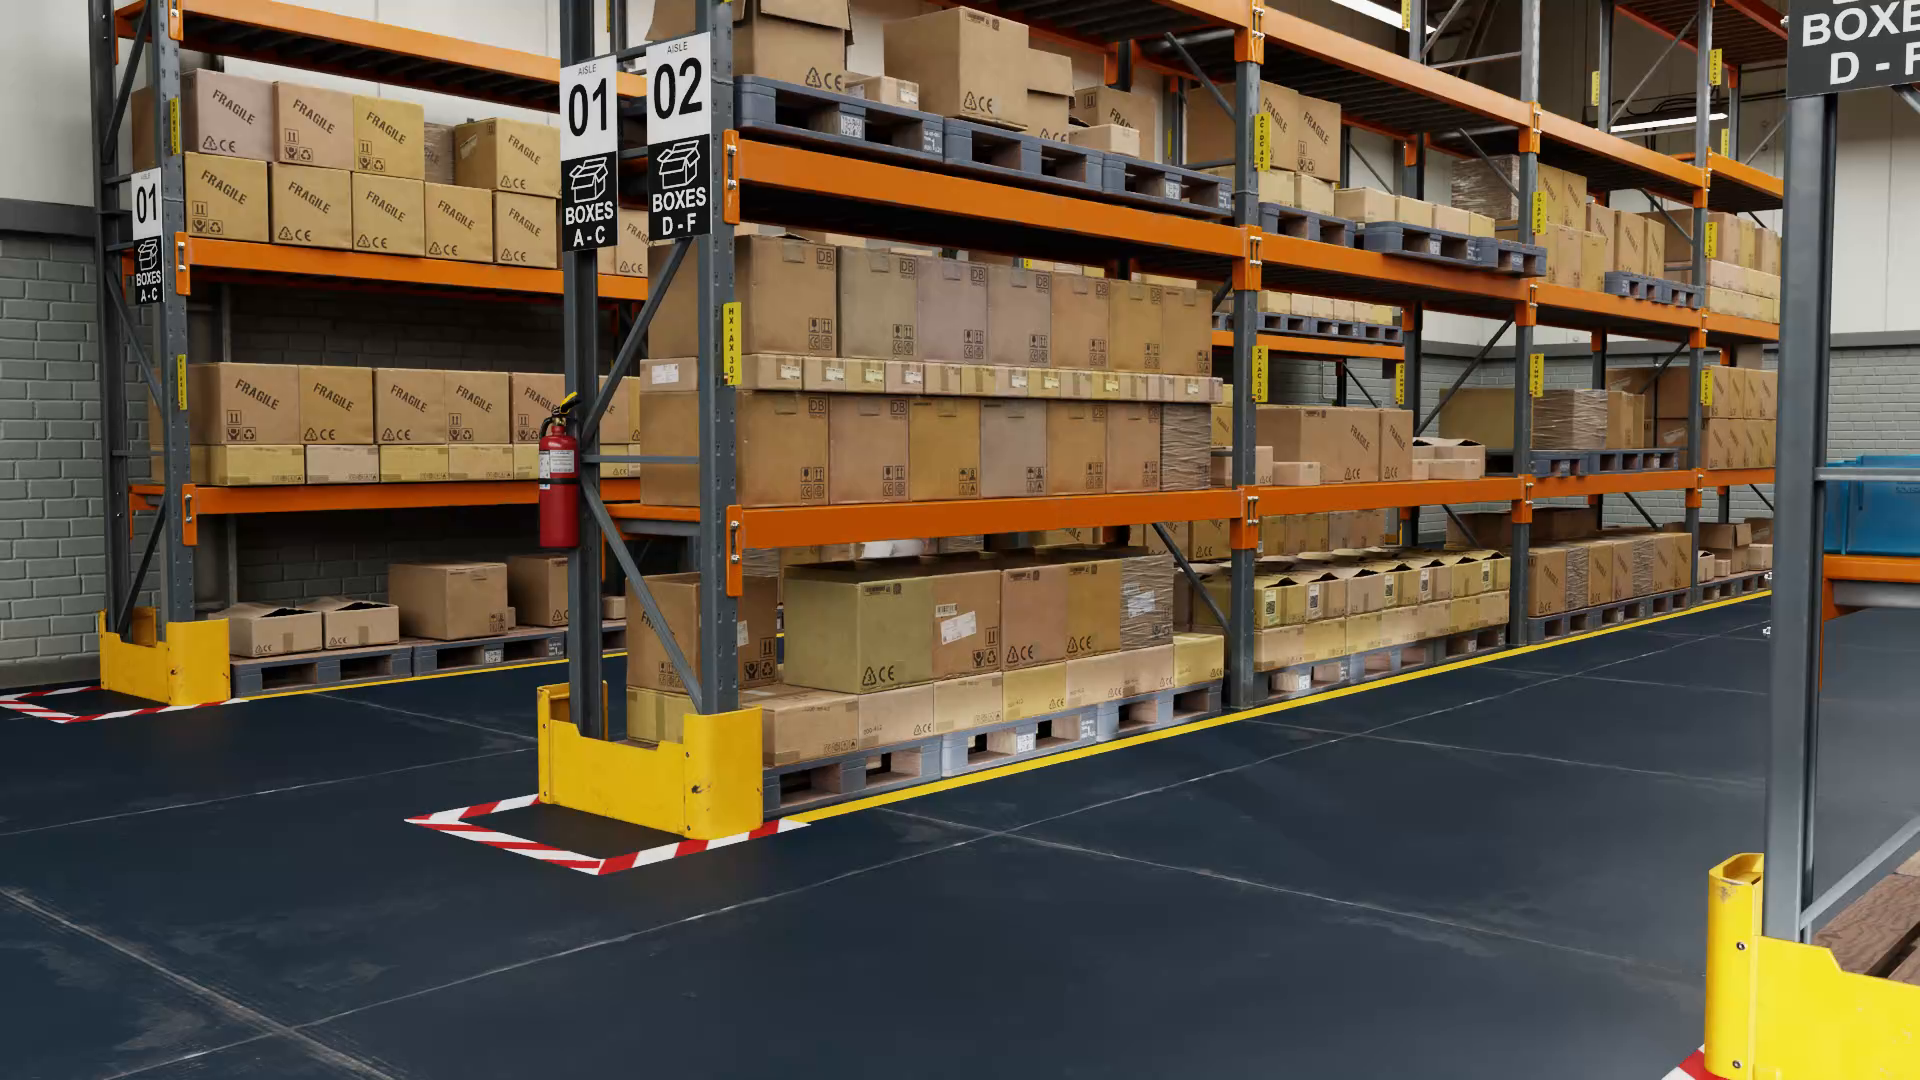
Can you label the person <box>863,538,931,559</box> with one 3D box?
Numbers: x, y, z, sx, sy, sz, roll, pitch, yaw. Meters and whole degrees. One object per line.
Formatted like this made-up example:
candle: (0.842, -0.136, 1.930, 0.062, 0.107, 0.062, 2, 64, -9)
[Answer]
person: (-0.504, -0.054, 12.554, 0.625, 1.771, 0.622, 1, 4, 18)
